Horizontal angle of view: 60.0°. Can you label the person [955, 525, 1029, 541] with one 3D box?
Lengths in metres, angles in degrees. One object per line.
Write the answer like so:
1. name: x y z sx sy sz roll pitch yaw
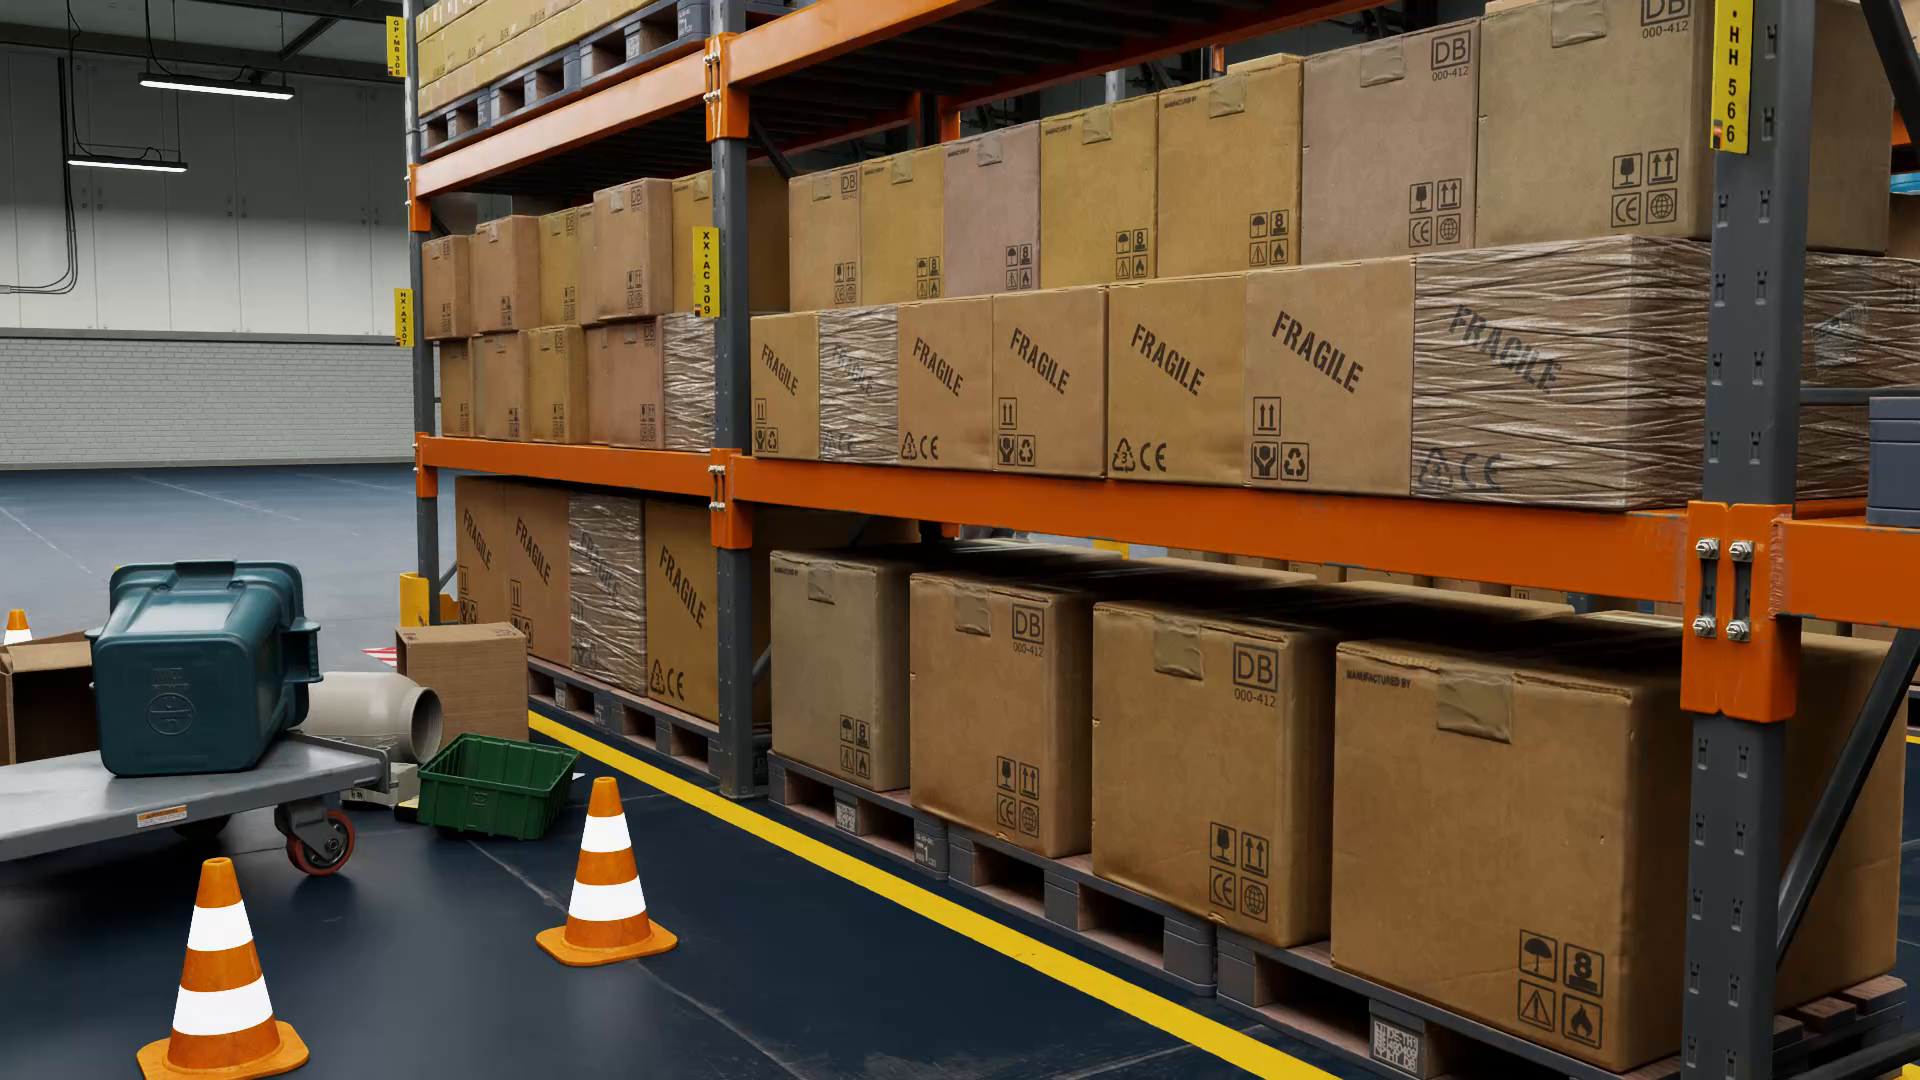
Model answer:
1. person: 0.143 -0.161 10.180 0.531 1.618 0.746 -2 5 -21
